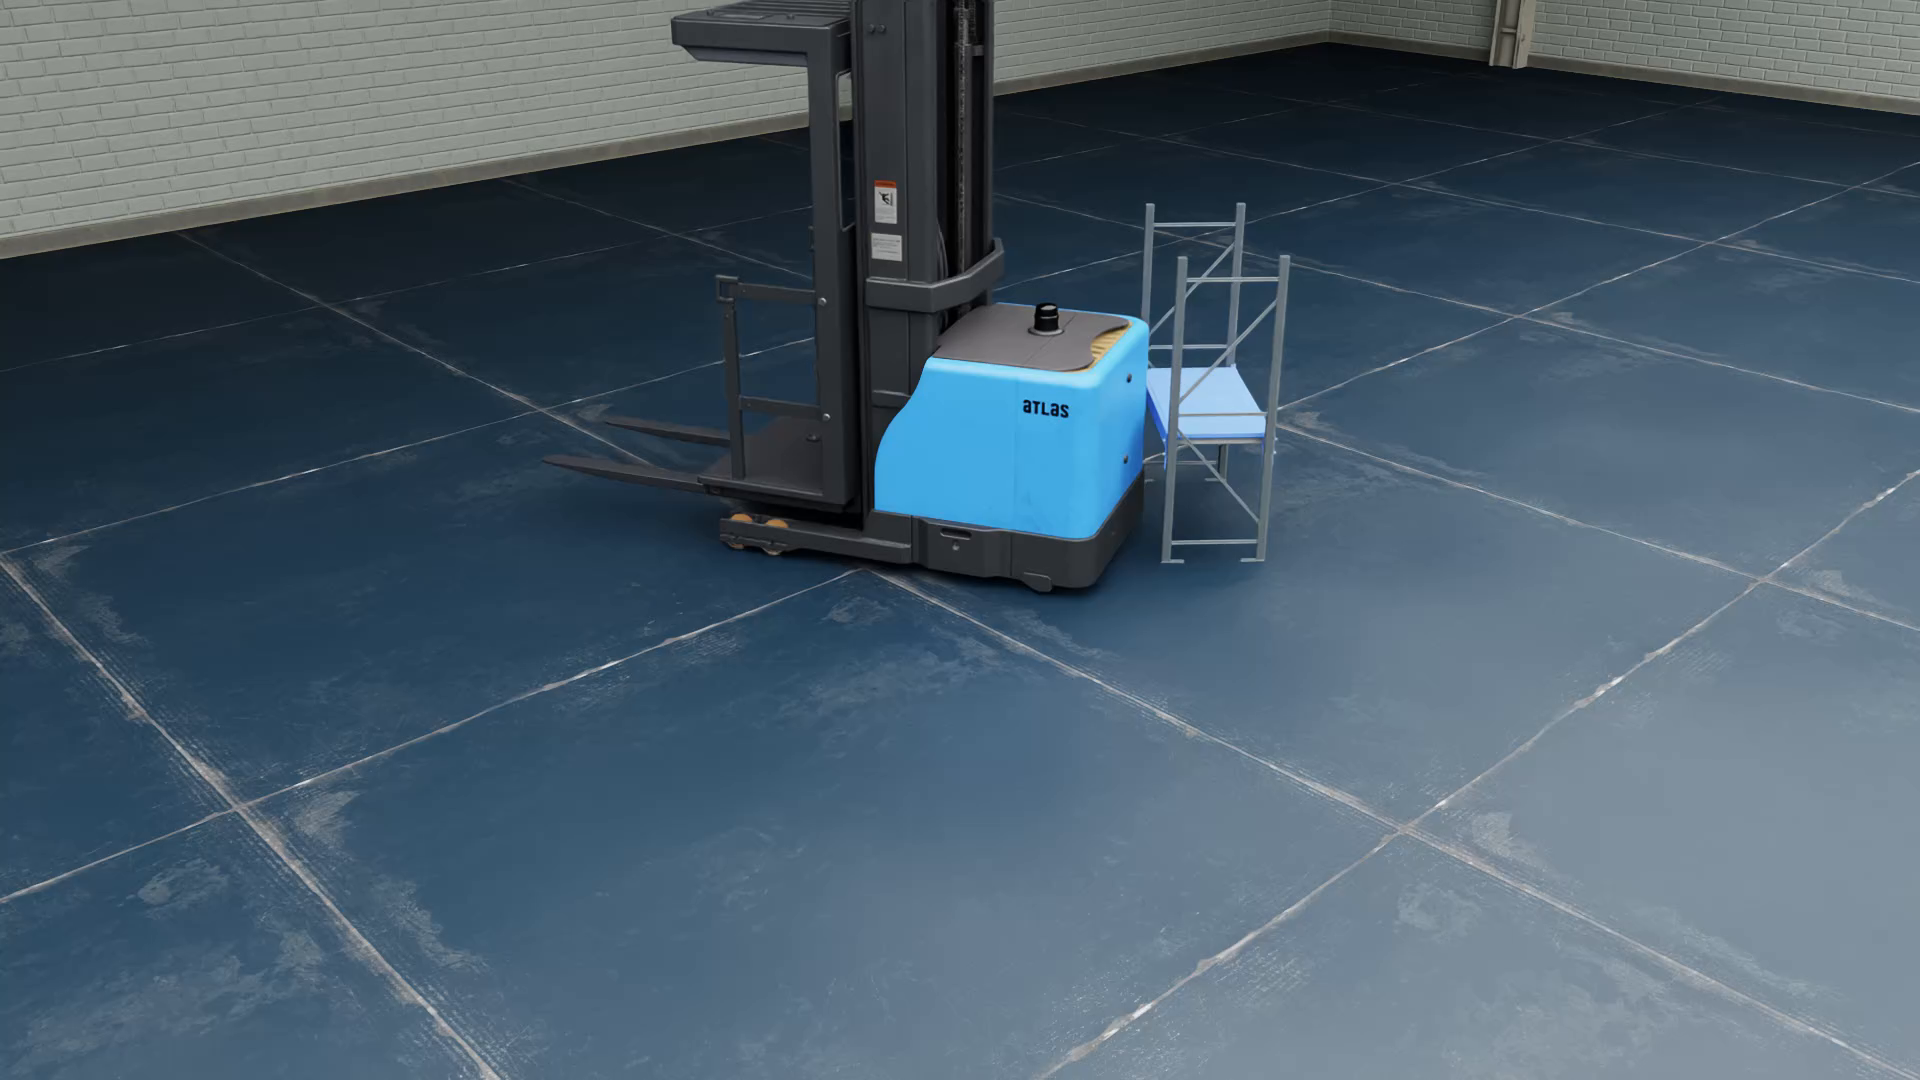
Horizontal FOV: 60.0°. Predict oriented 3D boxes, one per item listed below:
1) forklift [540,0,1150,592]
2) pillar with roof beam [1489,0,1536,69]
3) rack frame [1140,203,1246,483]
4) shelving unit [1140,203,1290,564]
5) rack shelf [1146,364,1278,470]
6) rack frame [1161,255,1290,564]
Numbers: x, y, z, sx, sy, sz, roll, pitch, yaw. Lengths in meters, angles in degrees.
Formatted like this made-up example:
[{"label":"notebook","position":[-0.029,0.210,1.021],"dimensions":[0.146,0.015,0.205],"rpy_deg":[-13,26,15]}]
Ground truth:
[{"label":"forklift","position":[-0.646,-1.459,7.916],"dimensions":[3.031,2.935,1.130],"rpy_deg":[9,26,19]},{"label":"pillar with roof beam","position":[4.110,-9.149,17.464],"dimensions":[9.100,9.000,0.400],"rpy_deg":[-21,32,-38]},{"label":"rack frame","position":[1.179,-0.999,8.633],"dimensions":[0.500,1.500,0.032],"rpy_deg":[-1,25,-2]},{"label":"shelving unit","position":[1.199,-0.788,8.171],"dimensions":[0.538,1.500,1.048],"rpy_deg":[-1,25,-2]},{"label":"rack shelf","position":[1.199,-0.625,8.246],"dimensions":[0.538,0.185,1.000],"rpy_deg":[-1,25,-2]},{"label":"rack frame","position":[1.218,-0.578,7.709],"dimensions":[0.500,1.500,0.032],"rpy_deg":[-1,25,-2]}]
